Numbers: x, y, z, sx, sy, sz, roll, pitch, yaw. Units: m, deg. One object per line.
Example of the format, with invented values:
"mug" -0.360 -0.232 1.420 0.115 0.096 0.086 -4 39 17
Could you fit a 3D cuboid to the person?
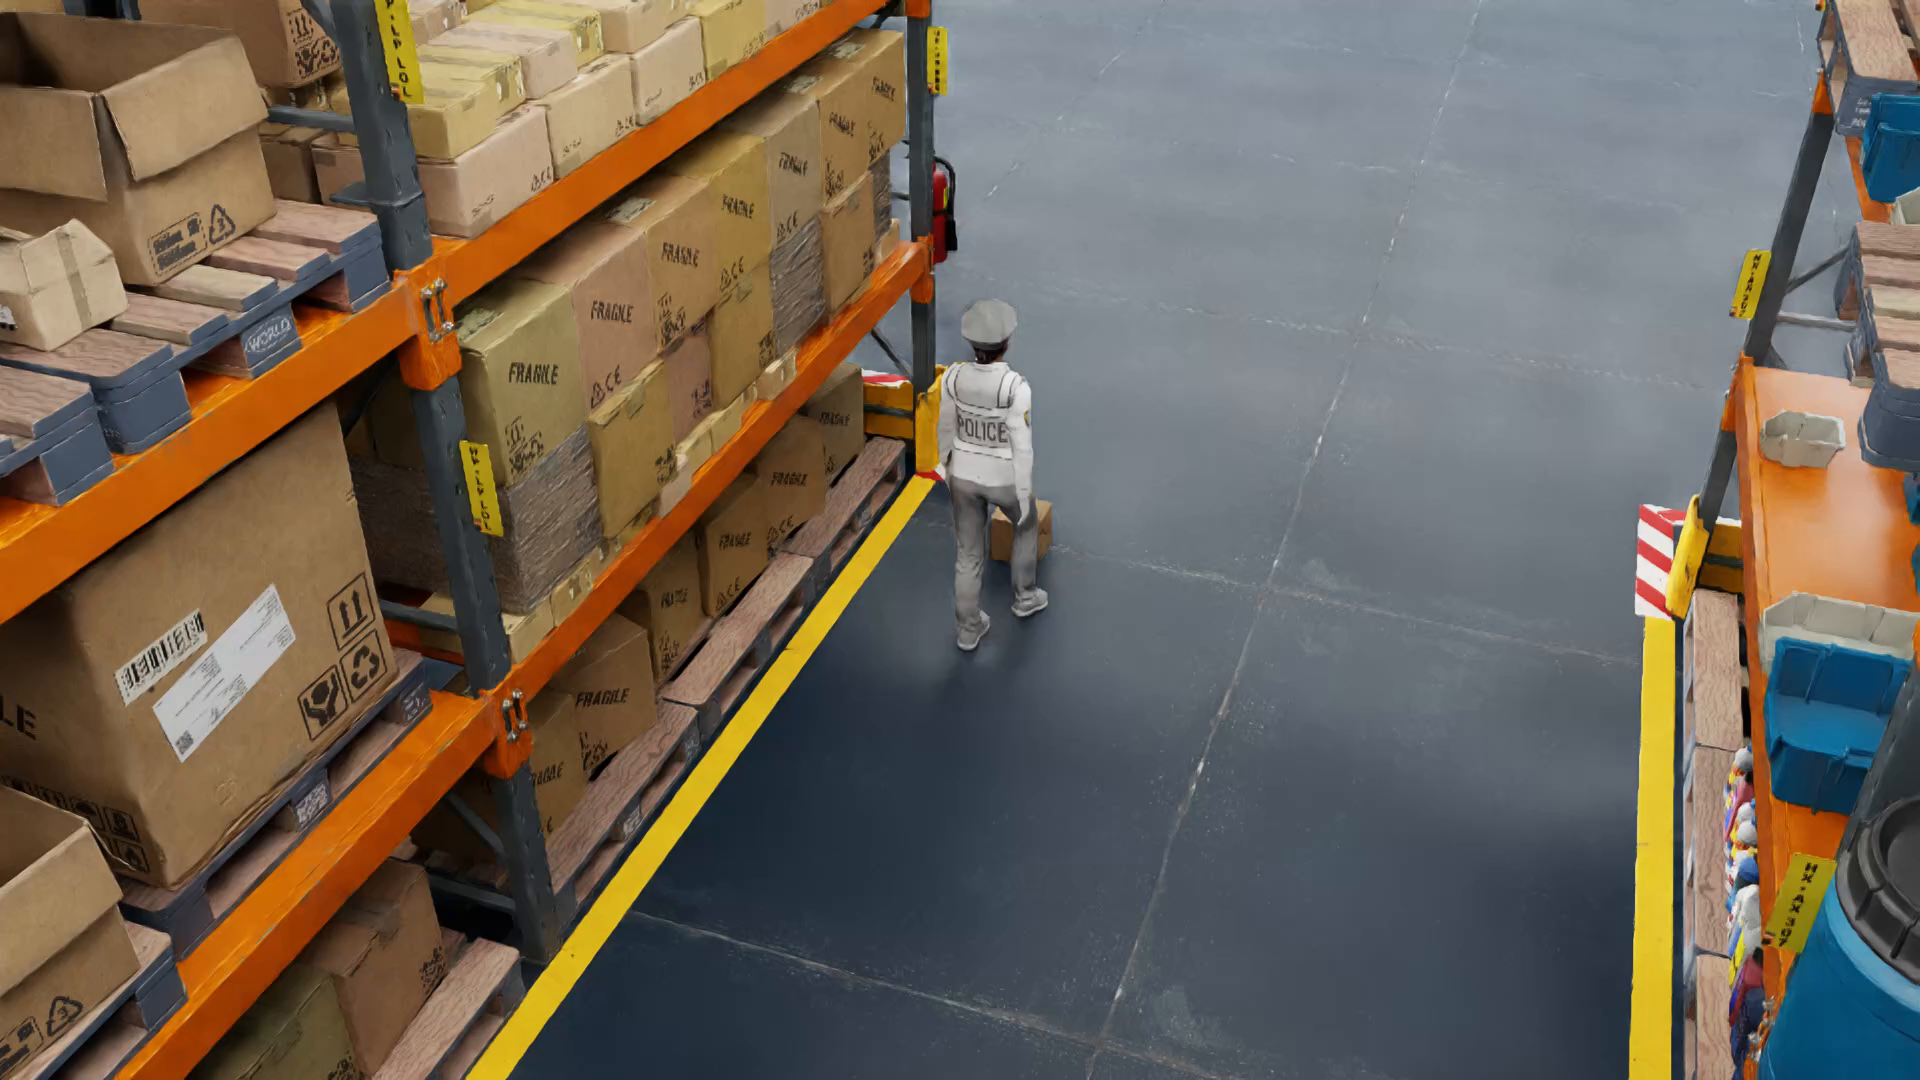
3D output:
"person" 0.137 -0.314 7.576 0.478 1.682 0.577 11 35 16
